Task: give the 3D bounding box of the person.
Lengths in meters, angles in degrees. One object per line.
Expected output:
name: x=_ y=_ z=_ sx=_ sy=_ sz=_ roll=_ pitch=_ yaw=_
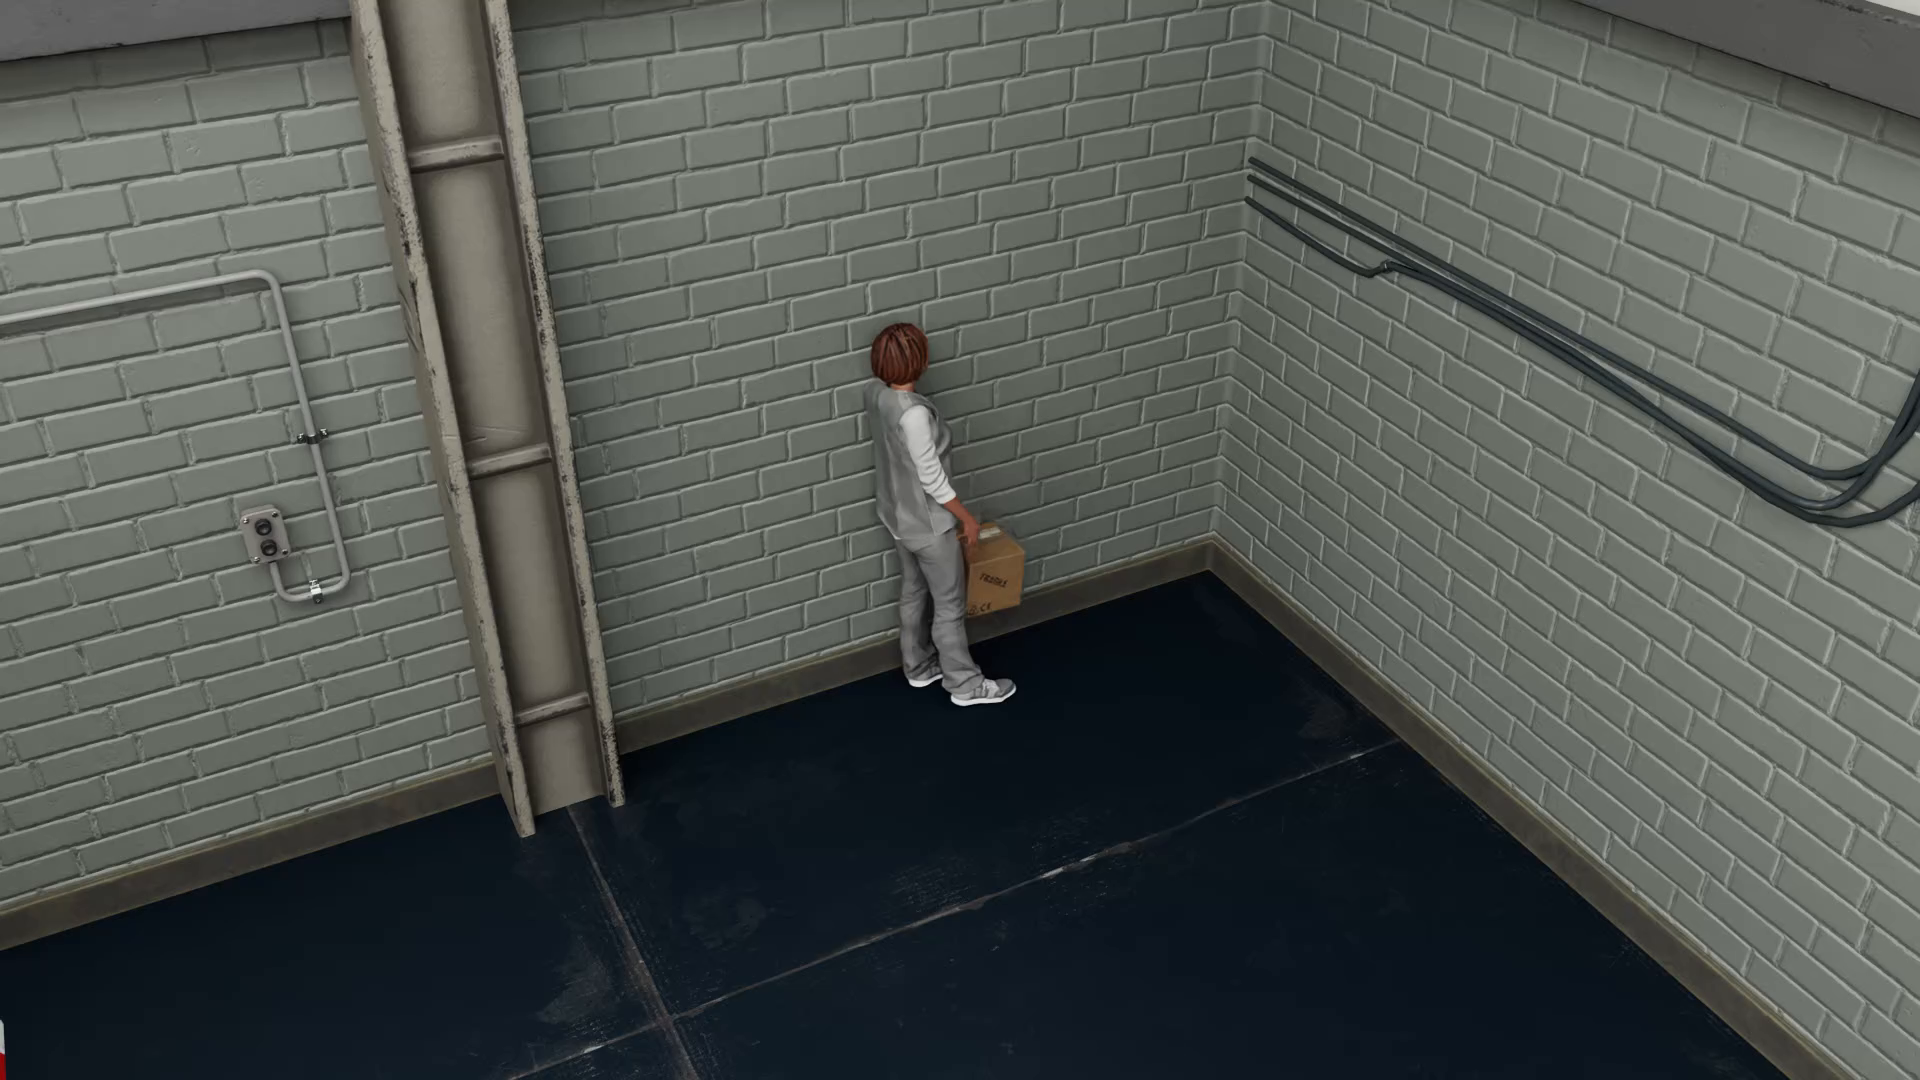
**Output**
person: x=-0.083 y=-0.092 z=6.291 sx=0.473 sy=1.578 sz=0.501 roll=-16 pitch=37 yaw=-23
